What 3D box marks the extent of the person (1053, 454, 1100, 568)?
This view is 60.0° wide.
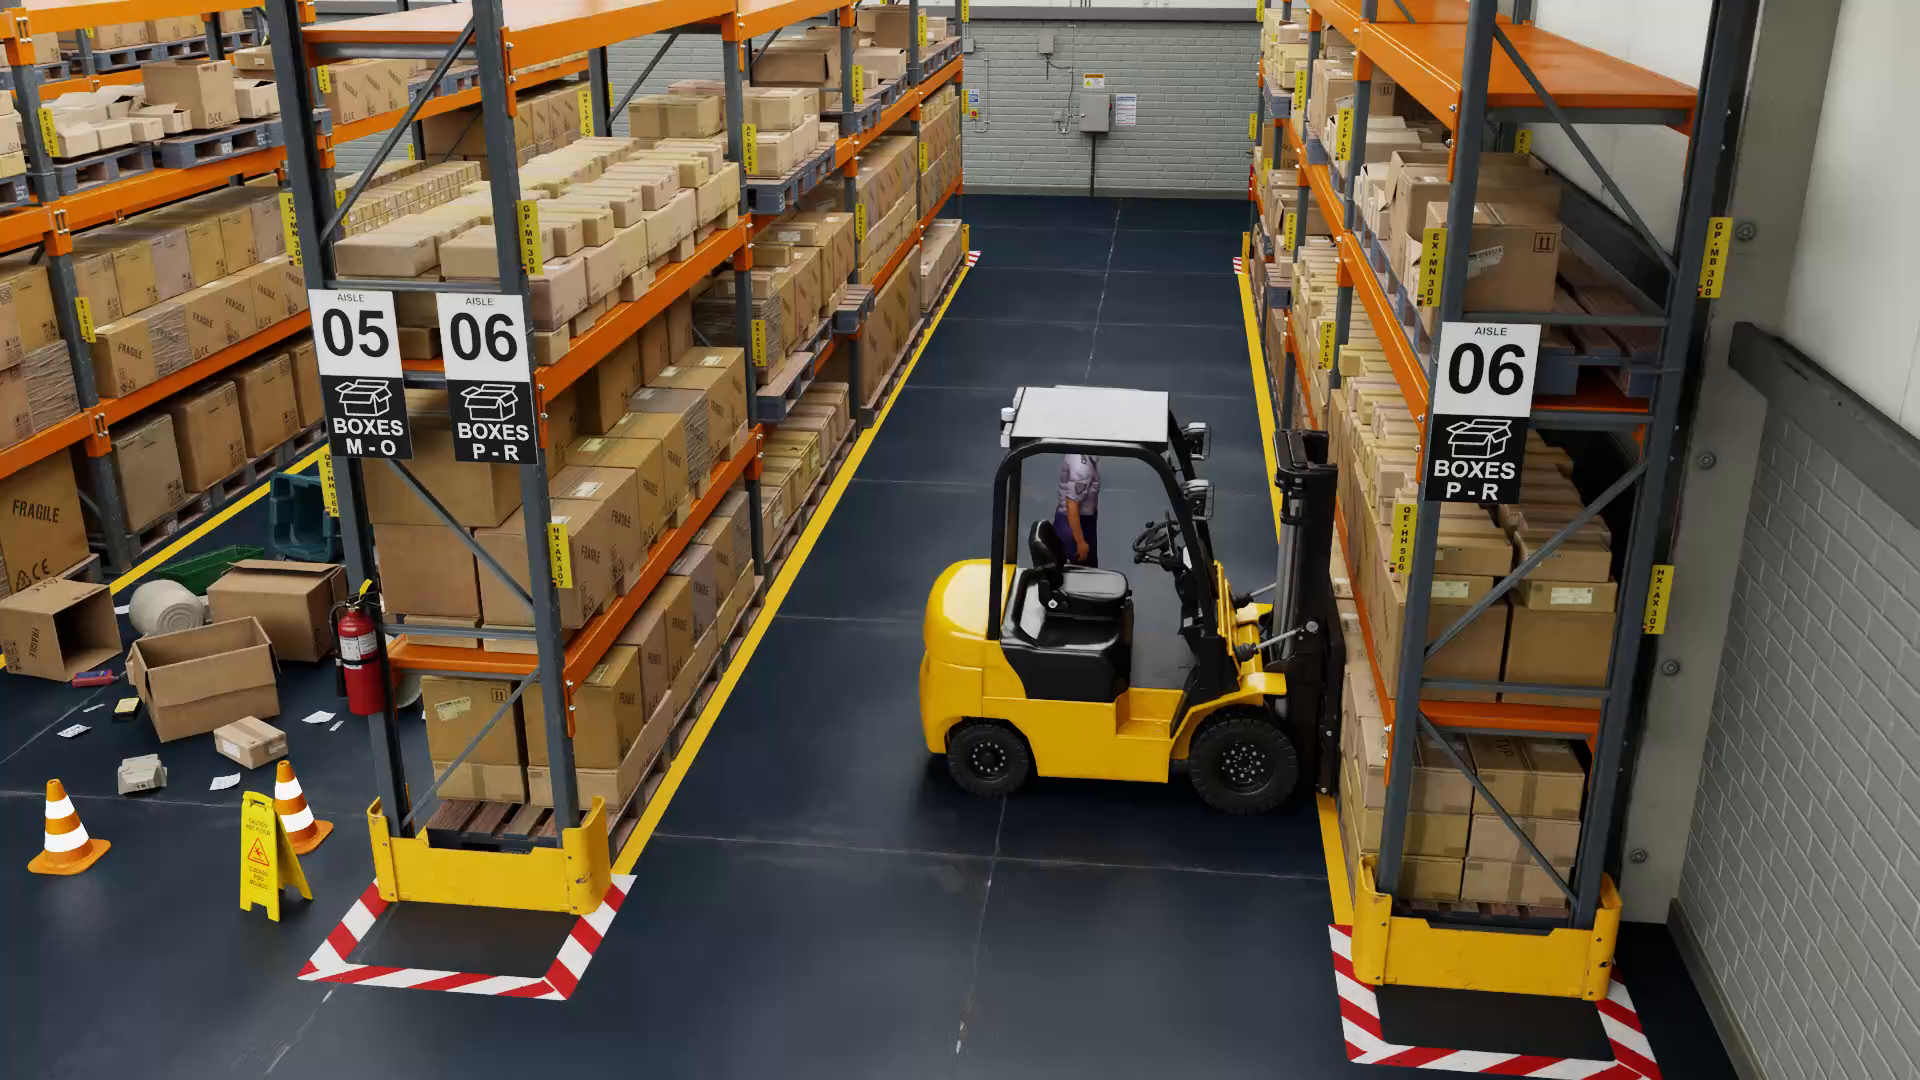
[{"bbox_3d":[0.805,-0.045,11.210,0.372,1.651,0.537,2,21,6],"label":"person"}]
